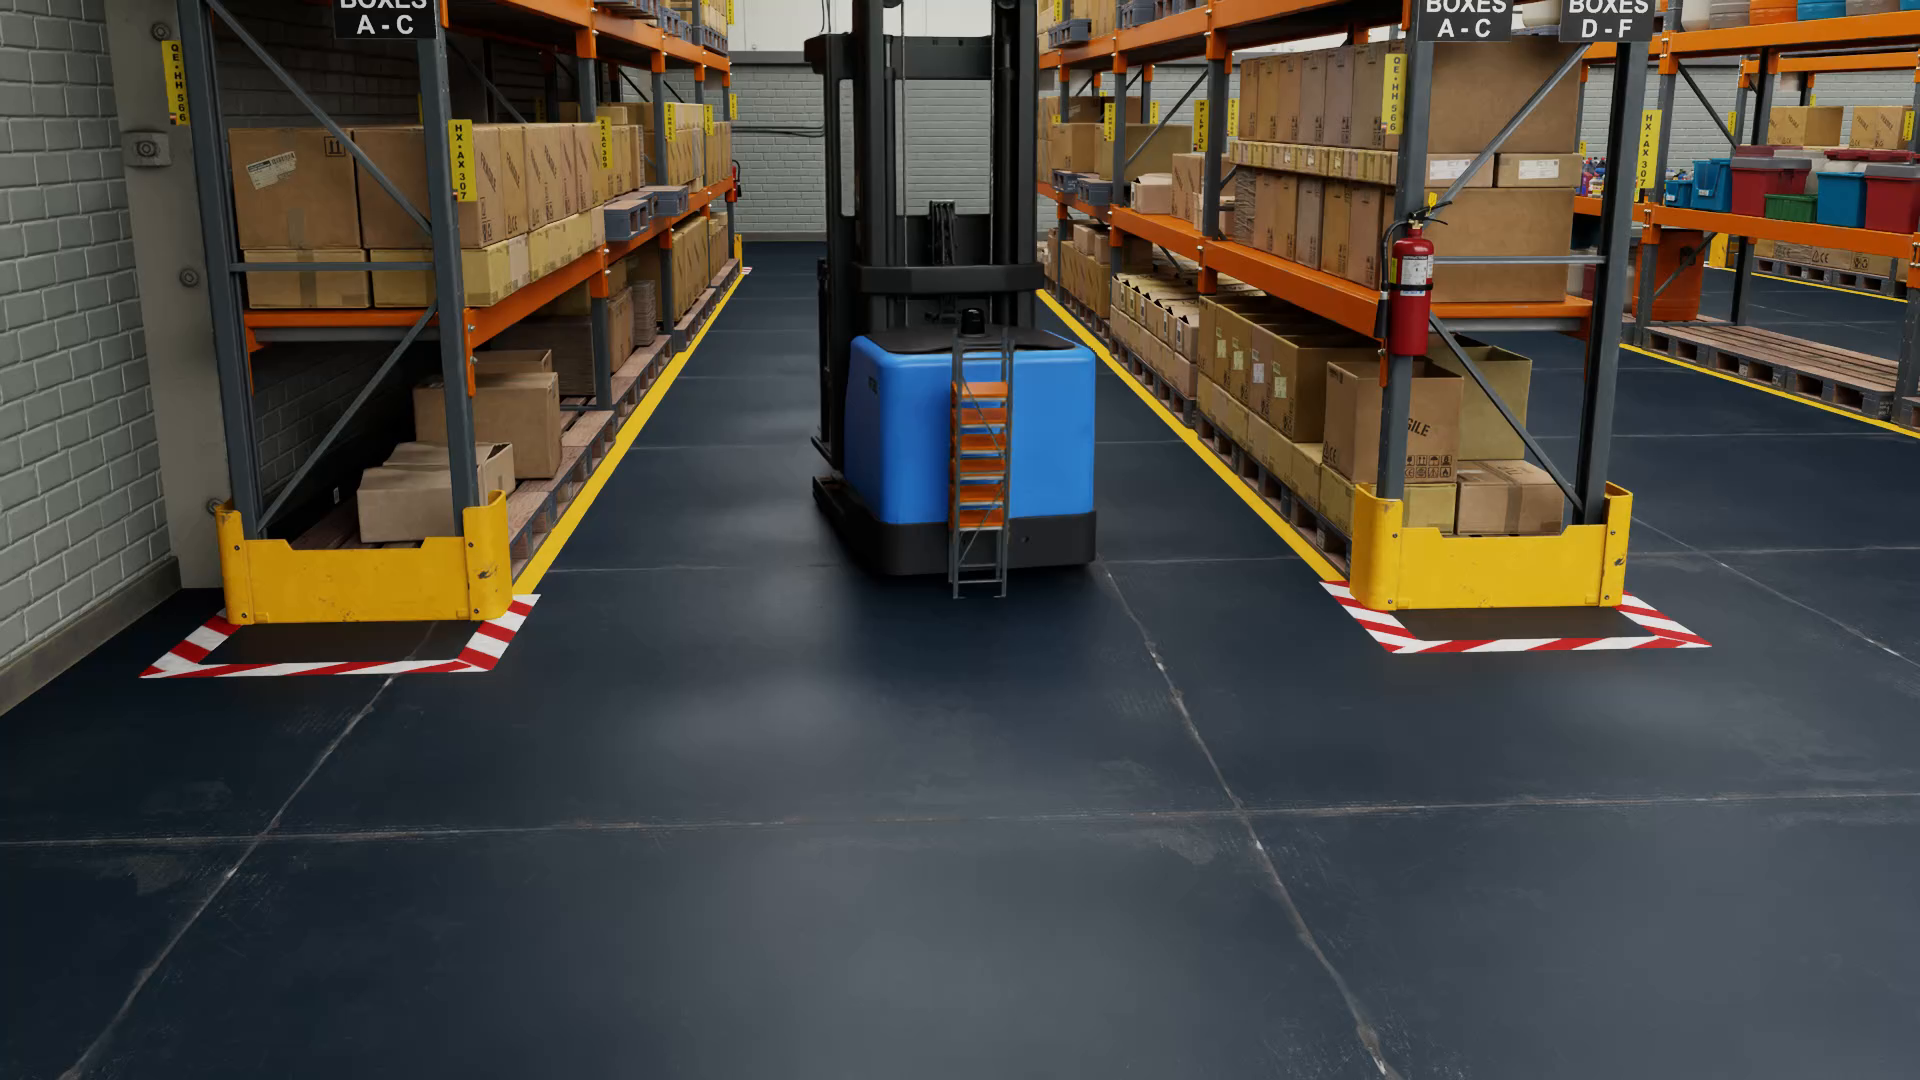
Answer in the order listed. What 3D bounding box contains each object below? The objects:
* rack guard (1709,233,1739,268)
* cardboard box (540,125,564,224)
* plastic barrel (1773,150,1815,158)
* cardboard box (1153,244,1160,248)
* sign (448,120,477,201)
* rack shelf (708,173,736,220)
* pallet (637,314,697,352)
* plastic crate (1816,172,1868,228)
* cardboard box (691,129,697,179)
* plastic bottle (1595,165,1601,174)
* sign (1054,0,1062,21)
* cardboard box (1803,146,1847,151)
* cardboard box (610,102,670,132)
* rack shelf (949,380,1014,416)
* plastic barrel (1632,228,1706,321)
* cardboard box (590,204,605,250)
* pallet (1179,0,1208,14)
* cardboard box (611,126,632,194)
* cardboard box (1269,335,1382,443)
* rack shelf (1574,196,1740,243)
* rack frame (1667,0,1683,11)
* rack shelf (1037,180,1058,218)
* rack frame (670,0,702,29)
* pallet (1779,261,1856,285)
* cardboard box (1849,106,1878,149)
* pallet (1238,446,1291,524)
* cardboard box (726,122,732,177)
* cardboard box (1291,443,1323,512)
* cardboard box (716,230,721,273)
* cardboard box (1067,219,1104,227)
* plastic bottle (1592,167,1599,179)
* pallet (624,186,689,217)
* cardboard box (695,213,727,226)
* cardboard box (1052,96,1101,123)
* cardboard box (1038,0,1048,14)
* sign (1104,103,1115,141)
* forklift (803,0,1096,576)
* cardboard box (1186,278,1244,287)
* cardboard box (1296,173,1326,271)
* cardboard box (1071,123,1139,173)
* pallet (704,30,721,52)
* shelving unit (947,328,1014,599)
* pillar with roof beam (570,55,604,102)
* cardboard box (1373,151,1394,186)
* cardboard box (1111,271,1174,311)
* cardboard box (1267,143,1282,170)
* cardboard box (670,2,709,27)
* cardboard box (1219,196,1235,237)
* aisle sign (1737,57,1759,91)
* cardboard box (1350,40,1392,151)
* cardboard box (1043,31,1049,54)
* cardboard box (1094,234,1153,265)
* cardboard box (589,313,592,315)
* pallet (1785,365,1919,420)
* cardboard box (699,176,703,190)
[{"bbox_3d":[11.262,-4.126,23.560,1.175,0.500,0.348,-1,14,-3],"label":"rack guard"},{"bbox_3d":[-2.397,-1.926,8.746,0.500,0.500,0.500,0,14,-2],"label":"cardboard box"},{"bbox_3d":[7.092,-3.066,14.199,0.421,0.512,0.421,0,14,0],"label":"plastic barrel"},{"bbox_3d":[1.962,-2.945,18.086,0.500,0.500,0.500,-1,14,-3],"label":"cardboard box"},{"bbox_3d":[-2.036,-1.550,6.793,0.100,0.325,0.005,-1,14,-3],"label":"sign"},{"bbox_3d":[-3.444,-4.255,20.490,1.077,0.370,4.000,-1,14,-3],"label":"rack shelf"},{"bbox_3d":[-3.046,-1.958,15.715,1.003,0.211,1.213,-1,14,-3],"label":"pallet"},{"bbox_3d":[6.684,-2.532,12.378,0.392,0.384,0.575,-1,14,-3],"label":"plastic crate"},{"bbox_3d":[-2.976,-3.946,17.005,0.500,0.500,0.500,-1,14,-3],"label":"cardboard box"},{"bbox_3d":[6.845,-3.881,17.850,0.097,0.271,0.097,0,14,0],"label":"plastic bottle"},{"bbox_3d":[1.082,-5.877,18.290,0.100,0.325,0.005,-1,14,-3],"label":"sign"},{"bbox_3d":[11.127,-4.895,21.234,0.500,0.250,0.500,-1,14,-5],"label":"cardboard box"},{"bbox_3d":[-2.845,-3.801,14.937,0.500,0.250,0.500,-1,14,-2],"label":"cardboard box"},{"bbox_3d":[0.094,-0.619,7.239,0.258,0.103,0.180,-2,23,-7],"label":"rack shelf"},{"bbox_3d":[6.768,-2.538,15.885,0.600,0.830,0.708,-1,14,-3],"label":"plastic barrel"},{"bbox_3d":[-2.493,-1.941,10.311,0.500,0.250,0.500,-1,14,-3],"label":"cardboard box"},{"bbox_3d":[2.051,-3.774,11.537,0.805,0.209,1.217,-1,15,-6],"label":"pallet"},{"bbox_3d":[-2.934,-2.947,12.877,0.700,0.500,0.500,-1,14,-3],"label":"cardboard box"},{"bbox_3d":[1.960,-0.812,8.832,0.500,0.500,0.500,-1,14,-3],"label":"cardboard box"},{"bbox_3d":[6.691,-3.414,17.218,1.077,0.370,4.000,-1,14,-3],"label":"rack shelf"},{"bbox_3d":[6.815,-6.170,14.447,1.000,3.000,0.127,-1,14,-3],"label":"rack frame"},{"bbox_3d":[1.499,-4.333,20.791,1.077,0.370,4.000,-1,14,-3],"label":"rack shelf"},{"bbox_3d":[-3.321,-7.012,17.719,1.000,3.000,0.127,-1,14,-3],"label":"rack frame"},{"bbox_3d":[11.463,-3.480,21.628,1.003,0.211,1.213,-1,14,-3],"label":"pallet"},{"bbox_3d":[11.189,-5.005,20.159,0.500,0.500,0.500,-1,14,-3],"label":"cardboard box"},{"bbox_3d":[2.205,-0.341,9.429,1.003,0.211,1.213,-1,14,-3],"label":"pallet"},{"bbox_3d":[-3.527,-5.120,21.803,0.980,0.700,0.700,0,14,-1],"label":"cardboard box"},{"bbox_3d":[1.996,-0.324,8.442,0.500,0.250,0.500,-1,14,-3],"label":"cardboard box"},{"bbox_3d":[-3.322,-3.540,20.437,0.700,0.500,0.500,-1,14,-2],"label":"cardboard box"},{"bbox_3d":[1.655,-4.050,22.380,0.500,0.500,0.500,-1,14,-3],"label":"cardboard box"},{"bbox_3d":[6.426,-3.635,16.867,0.061,0.283,0.133,-1,14,-3],"label":"plastic bottle"},{"bbox_3d":[-2.922,-2.843,13.942,1.213,0.211,1.003,-1,14,-3],"label":"pallet"},{"bbox_3d":[-3.219,-4.143,21.481,0.380,0.149,0.250,0,14,-2],"label":"cardboard box"},{"bbox_3d":[1.334,-4.838,19.104,0.500,0.500,0.500,-1,14,-3],"label":"cardboard box"},{"bbox_3d":[1.370,-6.911,21.139,0.700,0.500,0.500,-1,14,-3],"label":"cardboard box"},{"bbox_3d":[1.330,-3.701,14.725,0.100,0.325,0.005,-1,14,-3],"label":"sign"},{"bbox_3d":[-0.202,-1.579,8.779,1.130,2.935,3.031,-3,15,-13],"label":"forklift"},{"bbox_3d":[2.188,-2.077,14.128,0.500,0.311,0.500,-1,14,-4],"label":"cardboard box"},{"bbox_3d":[2.252,-1.749,9.104,0.700,0.500,0.500,0,14,-2],"label":"cardboard box"},{"bbox_3d":[1.535,-4.144,17.571,0.700,0.500,0.500,1,14,5],"label":"cardboard box"},{"bbox_3d":[-3.433,-6.023,20.072,1.003,0.211,1.213,-1,14,-3],"label":"pallet"},{"bbox_3d":[0.088,-0.327,7.360,0.258,1.200,0.189,-2,23,-7],"label":"shelving unit"},{"bbox_3d":[0.069,-7.239,18.602,9.100,9.000,0.400,-1,14,-3],"label":"pillar with roof beam"},{"bbox_3d":[2.135,-1.719,7.686,0.380,0.149,0.250,-1,14,-2],"label":"cardboard box"},{"bbox_3d":[1.611,-2.198,14.598,0.500,0.311,0.500,0,14,-2],"label":"cardboard box"},{"bbox_3d":[2.007,-2.233,9.683,0.380,0.149,0.250,-1,14,-5],"label":"cardboard box"},{"bbox_3d":[-3.100,-5.914,18.731,0.500,0.250,0.500,-1,14,-4],"label":"cardboard box"},{"bbox_3d":[2.045,-2.243,11.527,0.500,0.250,0.500,0,14,0],"label":"cardboard box"},{"bbox_3d":[10.959,-6.603,22.952,0.394,0.787,0.004,-1,14,-3],"label":"aisle sign"},{"bbox_3d":[2.309,-2.136,8.006,0.700,0.500,0.500,-1,14,-5],"label":"cardboard box"},{"bbox_3d":[1.268,-5.929,19.833,0.500,0.250,0.500,-1,14,-3],"label":"cardboard box"},{"bbox_3d":[1.571,-2.798,16.009,0.500,0.250,0.500,0,14,-1],"label":"cardboard box"},{"bbox_3d":[-2.969,-1.430,12.198,0.700,0.500,0.500,-1,14,-5],"label":"cardboard box"},{"bbox_3d":[6.976,-1.114,12.433,1.003,0.211,1.213,-1,14,-3],"label":"pallet"},{"bbox_3d":[-2.978,-3.852,17.943,0.380,0.149,0.250,-1,14,-2],"label":"cardboard box"}]
